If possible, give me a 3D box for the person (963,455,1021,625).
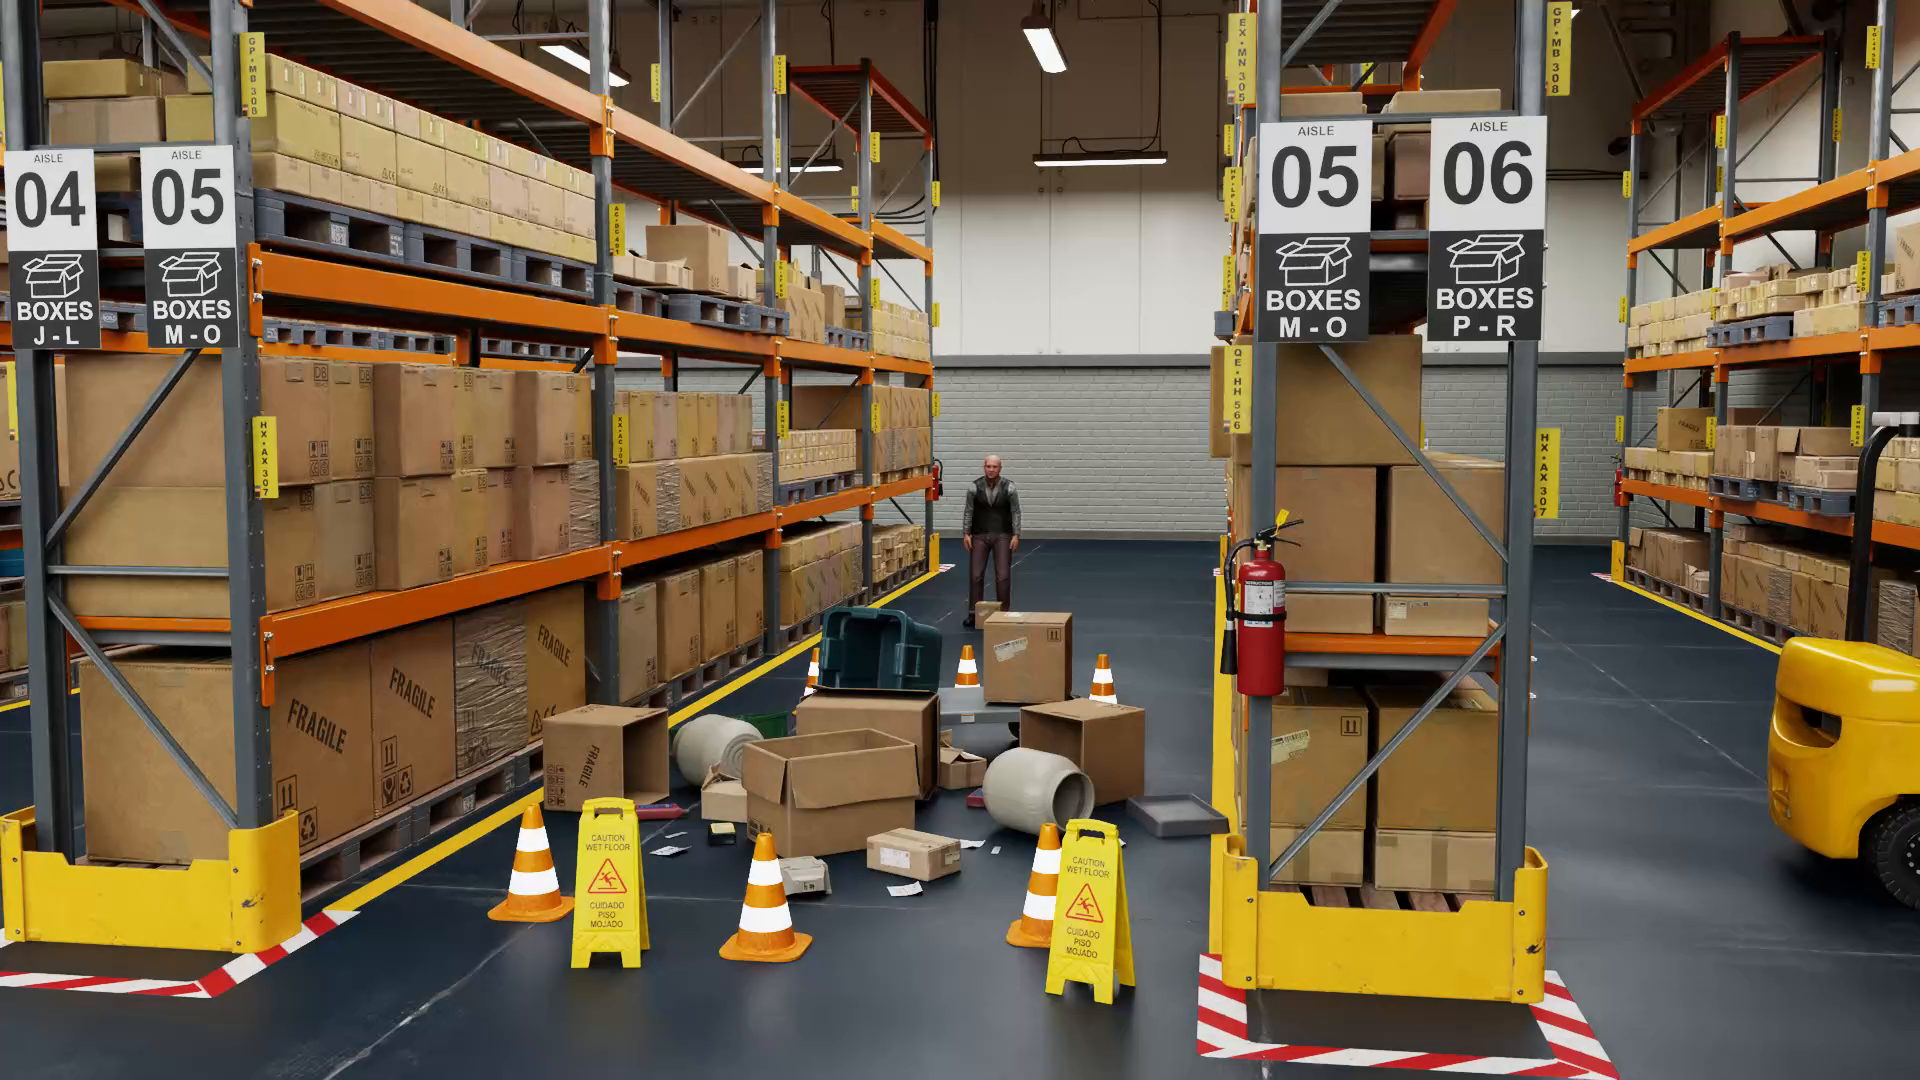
[{"bbox_3d":[0.323,-0.002,16.813,0.583,1.721,0.412,1,4,8],"label":"person"}]
